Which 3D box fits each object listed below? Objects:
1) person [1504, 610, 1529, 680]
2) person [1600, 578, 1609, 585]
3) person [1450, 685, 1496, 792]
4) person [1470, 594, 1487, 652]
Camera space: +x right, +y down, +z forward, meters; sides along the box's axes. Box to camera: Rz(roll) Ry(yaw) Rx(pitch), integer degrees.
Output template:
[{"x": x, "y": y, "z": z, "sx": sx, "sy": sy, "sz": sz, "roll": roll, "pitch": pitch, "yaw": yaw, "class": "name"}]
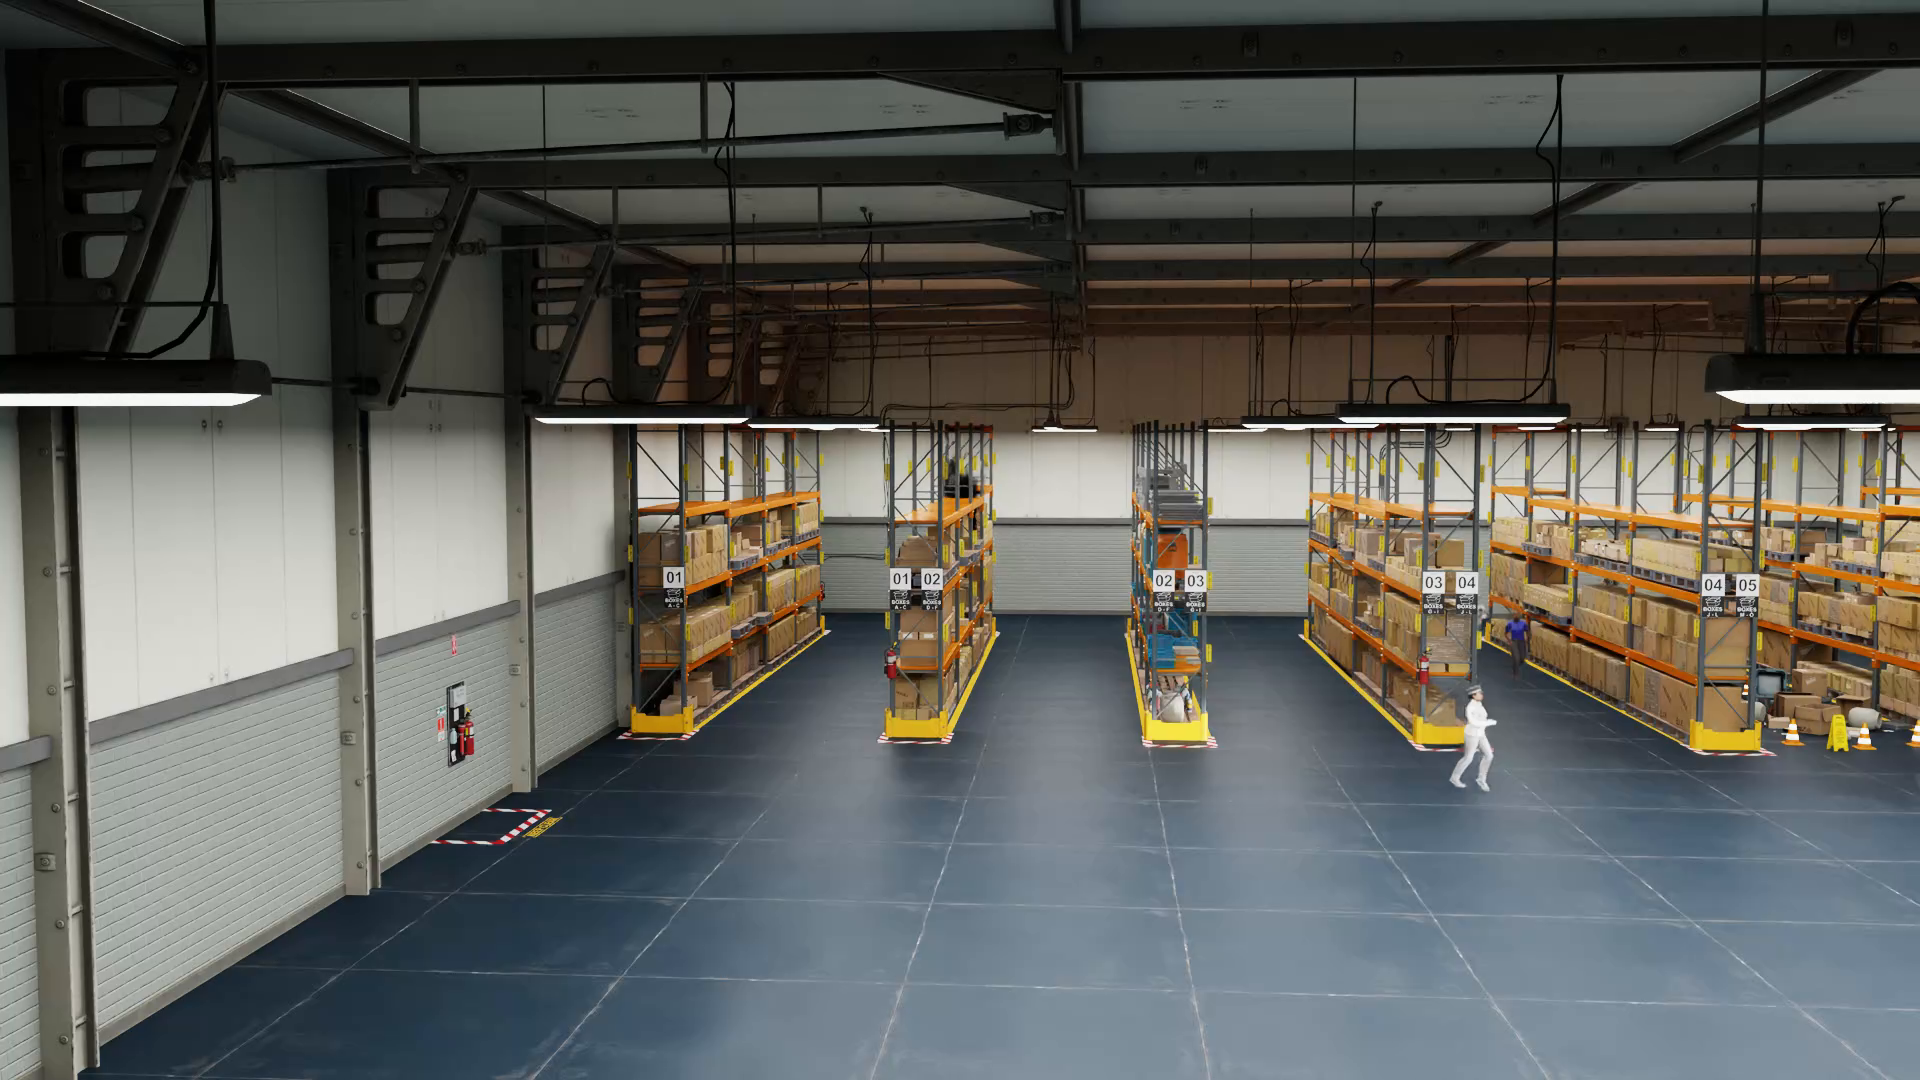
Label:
[{"x": 13.063, "y": 2.456, "z": 39.026, "sx": 0.575, "sy": 1.624, "sz": 0.528, "roll": 1, "pitch": 4, "yaw": 8, "class": "person"}, {"x": 18.344, "y": 1.896, "z": 47.413, "sx": 0.589, "sy": 1.637, "sz": 0.559, "roll": 1, "pitch": 4, "yaw": 12, "class": "person"}, {"x": 8.261, "y": 3.186, "z": 26.727, "sx": 0.737, "sy": 1.755, "sz": 0.632, "roll": 3, "pitch": 5, "yaw": 37, "class": "person"}, {"x": 13.192, "y": 2.181, "z": 42.621, "sx": 0.569, "sy": 1.613, "sz": 0.742, "roll": 0, "pitch": 4, "yaw": -3, "class": "person"}]
